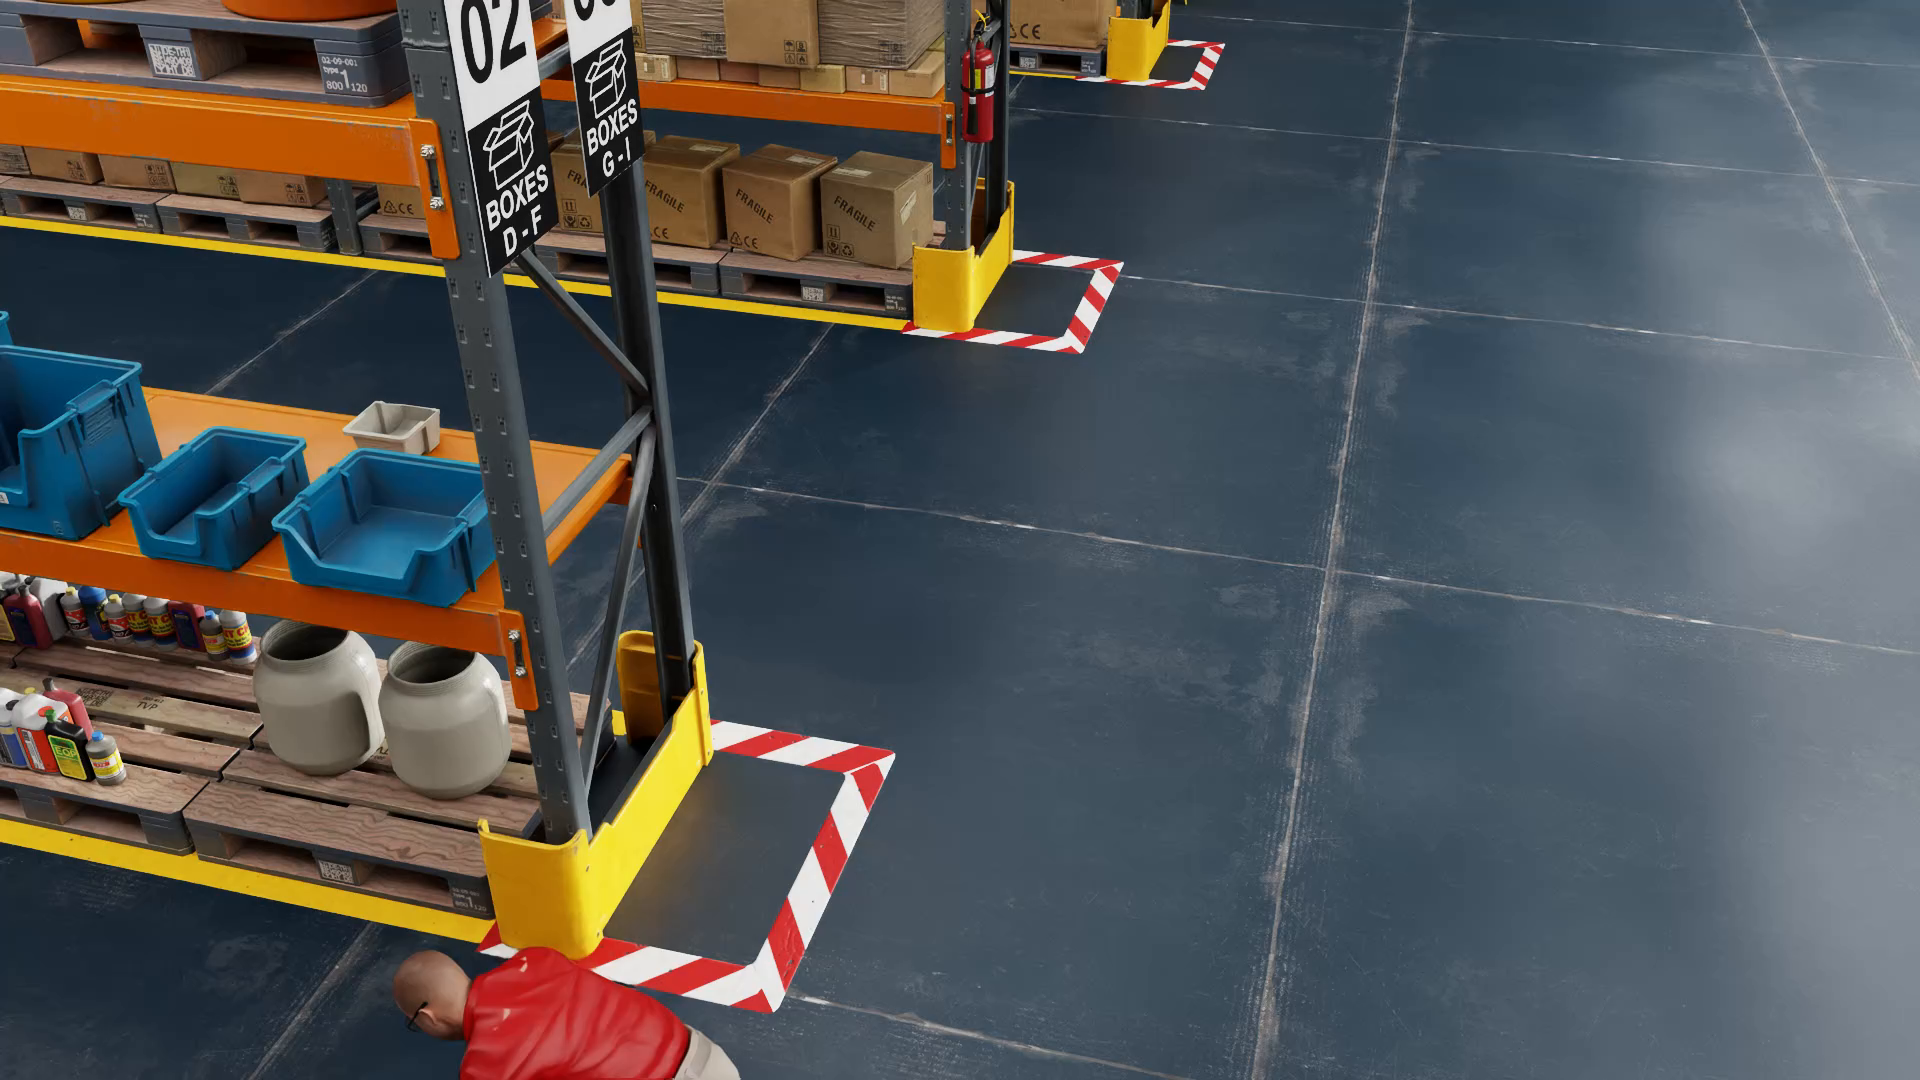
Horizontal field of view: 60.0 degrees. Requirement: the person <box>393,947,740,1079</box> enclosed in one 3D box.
[{"bbox_3d":[-1.041,1.518,4.450,0.865,1.012,0.570,8,33,12],"label":"person"}]
